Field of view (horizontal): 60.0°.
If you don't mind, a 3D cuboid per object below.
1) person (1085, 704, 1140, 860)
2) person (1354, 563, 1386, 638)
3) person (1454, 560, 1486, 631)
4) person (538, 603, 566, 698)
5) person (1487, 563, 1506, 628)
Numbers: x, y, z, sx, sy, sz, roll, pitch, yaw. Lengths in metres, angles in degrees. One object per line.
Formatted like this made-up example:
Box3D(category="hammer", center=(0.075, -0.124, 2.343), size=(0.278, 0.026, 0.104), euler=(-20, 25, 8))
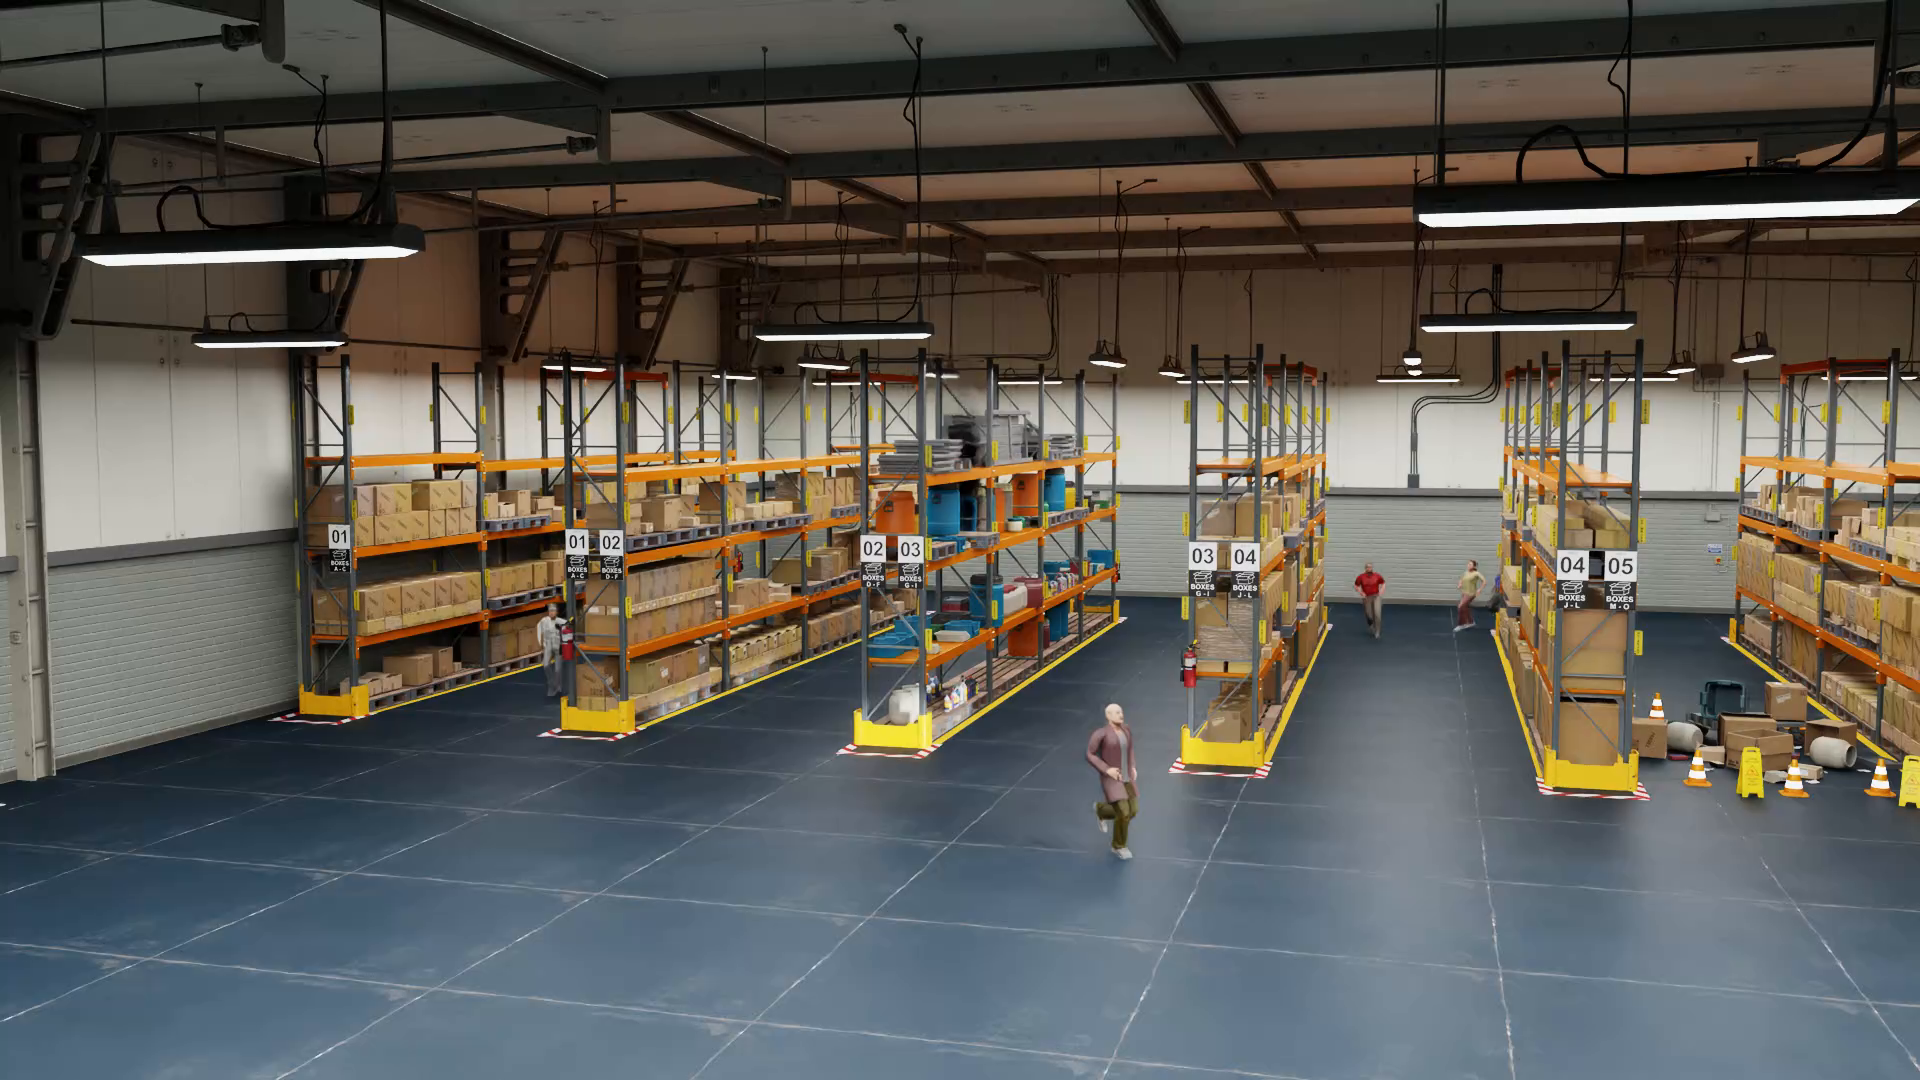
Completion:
Box3D(category="person", center=(1.732, 2.727, 18.978), size=(0.742, 1.733, 0.714), euler=(-4, 6, -43))
Box3D(category="person", center=(9.308, 1.356, 37.729), size=(0.711, 1.684, 0.661), euler=(0, 4, 6))
Box3D(category="person", center=(11.837, 1.292, 38.606), size=(0.693, 1.678, 0.643), euler=(-2, 5, -24))
Box3D(category="person", center=(-7.229, 1.946, 29.570), size=(0.638, 1.693, 0.788), euler=(0, 4, 1))
Box3D(category="person", center=(12.697, 1.291, 38.968), size=(0.528, 1.600, 0.598), euler=(-1, 4, -17))
